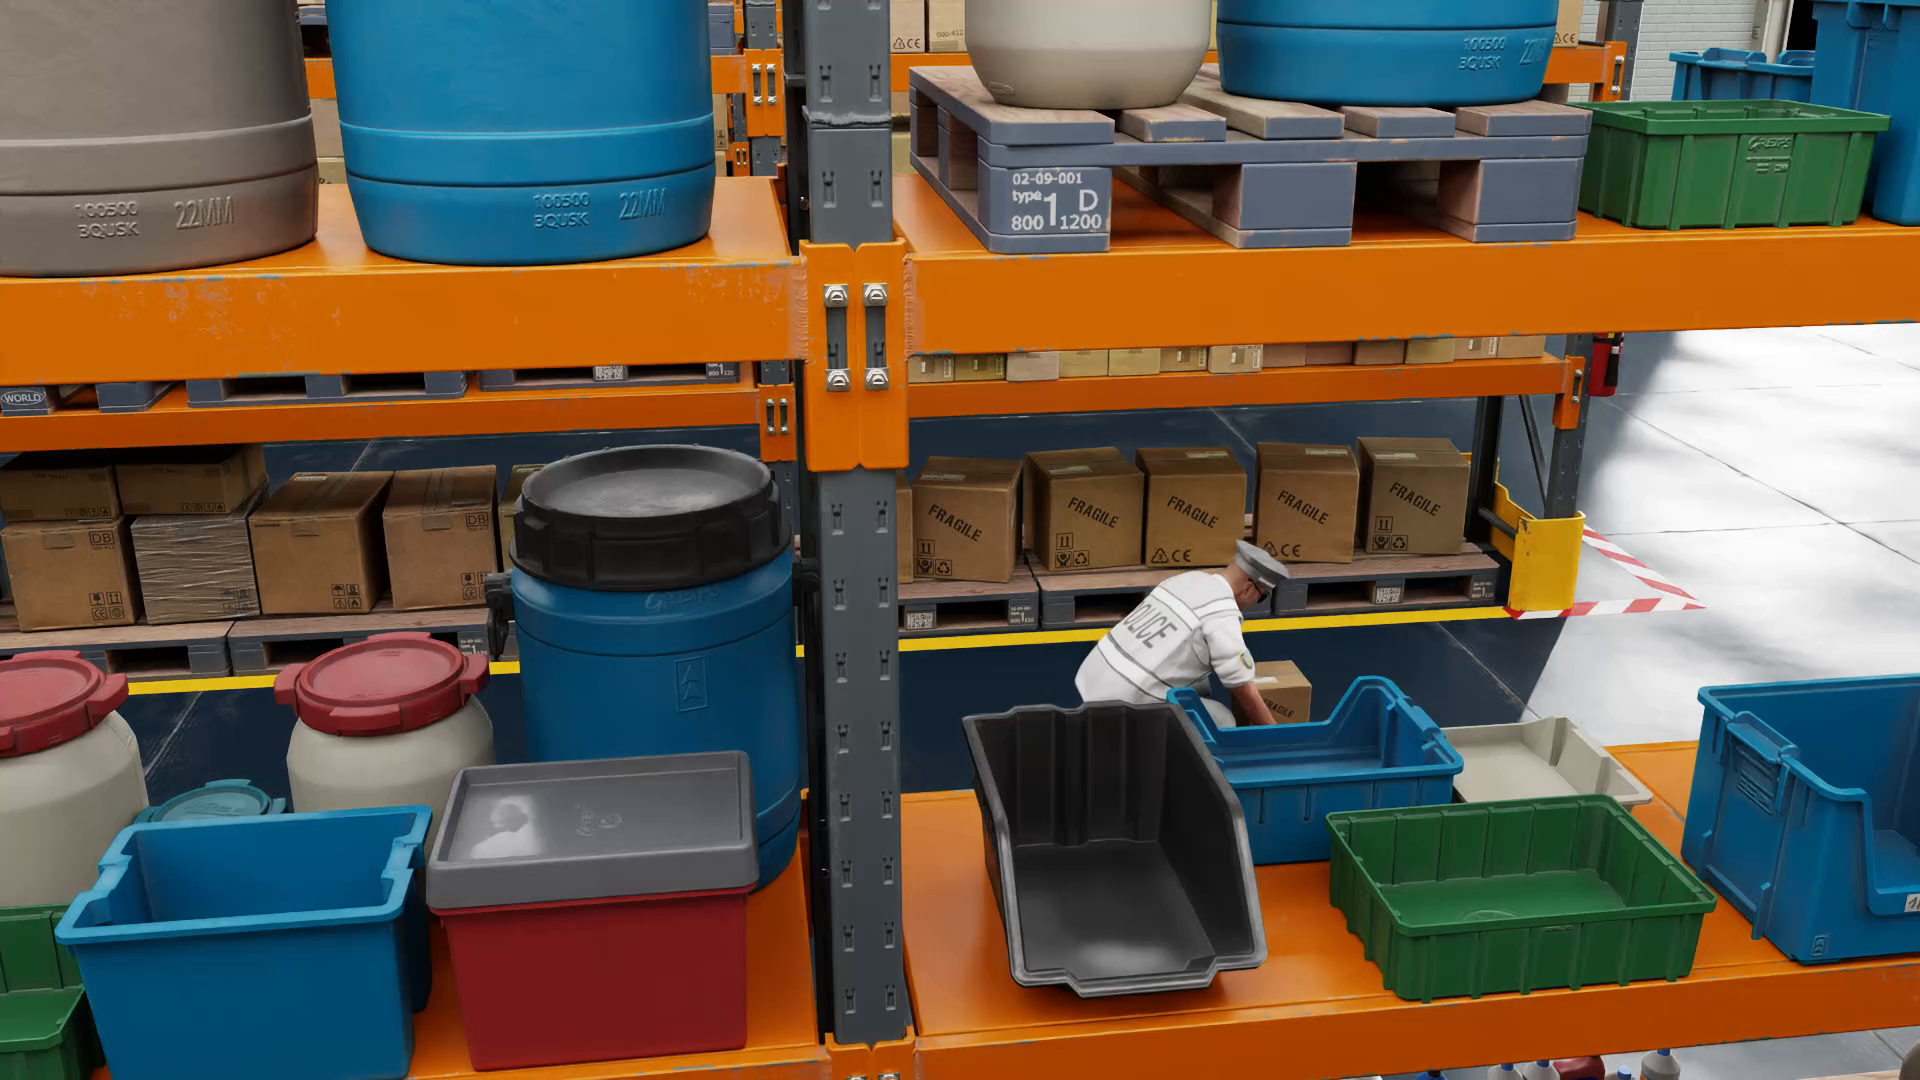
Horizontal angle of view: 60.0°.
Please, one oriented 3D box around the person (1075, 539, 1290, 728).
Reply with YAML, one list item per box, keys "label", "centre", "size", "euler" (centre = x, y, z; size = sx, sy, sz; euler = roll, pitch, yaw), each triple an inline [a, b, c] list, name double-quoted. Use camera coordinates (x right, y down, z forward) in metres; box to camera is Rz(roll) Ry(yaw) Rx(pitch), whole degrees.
- label: "person"
  centre: [0.923, 0.522, 6.732]
  size: [0.901, 1.011, 0.550]
  euler: [-3, 20, -8]
